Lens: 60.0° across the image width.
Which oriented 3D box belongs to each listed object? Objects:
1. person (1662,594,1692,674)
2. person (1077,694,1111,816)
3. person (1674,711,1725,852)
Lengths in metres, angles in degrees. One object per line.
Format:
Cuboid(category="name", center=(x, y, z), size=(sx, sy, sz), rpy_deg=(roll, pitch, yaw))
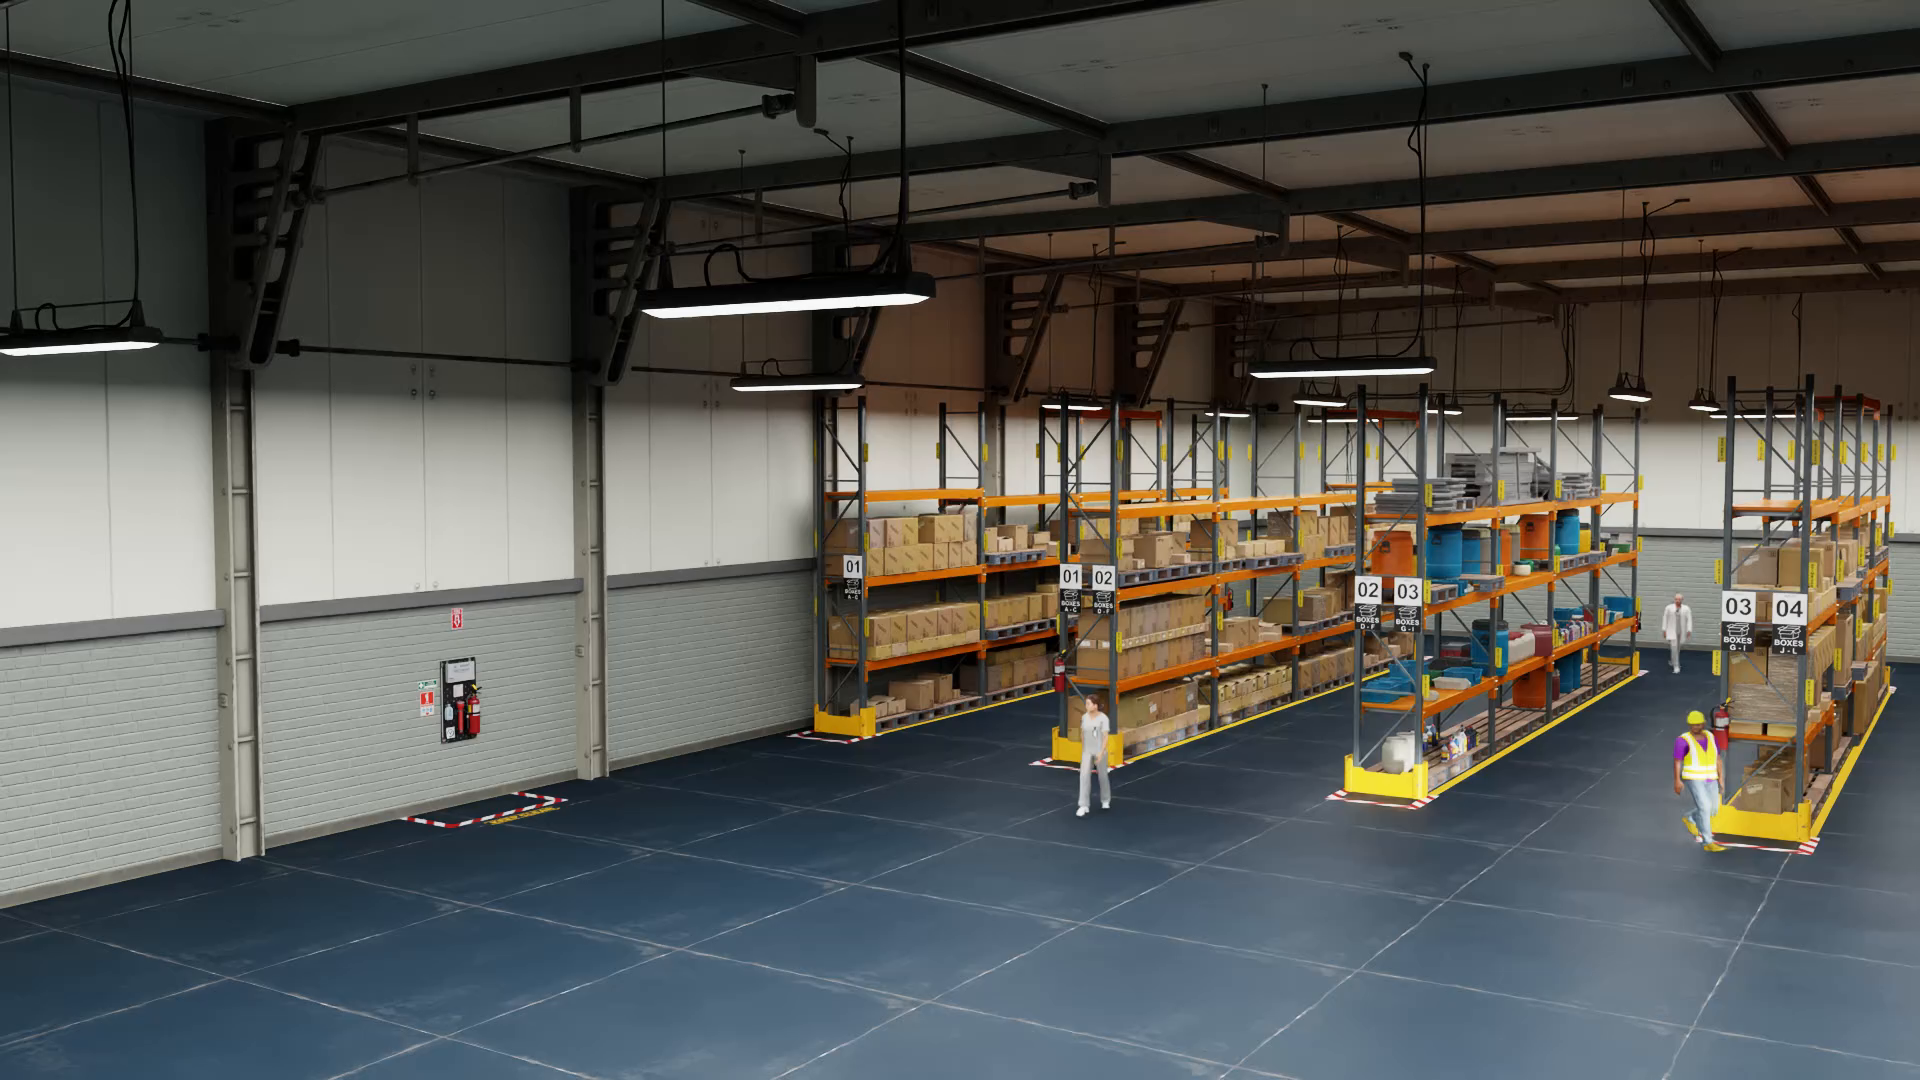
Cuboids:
Cuboid(category="person", center=(16.474, 2.123, 38.176), size=(0.561, 1.770, 1.026), rpy_deg=(0, 3, 3))
Cuboid(category="person", center=(1.840, 2.951, 23.015), size=(0.469, 1.631, 0.948), rpy_deg=(1, 3, 26))
Cuboid(category="person", center=(9.393, 3.032, 21.084), size=(0.567, 1.733, 0.886), rpy_deg=(-1, 3, -13))
